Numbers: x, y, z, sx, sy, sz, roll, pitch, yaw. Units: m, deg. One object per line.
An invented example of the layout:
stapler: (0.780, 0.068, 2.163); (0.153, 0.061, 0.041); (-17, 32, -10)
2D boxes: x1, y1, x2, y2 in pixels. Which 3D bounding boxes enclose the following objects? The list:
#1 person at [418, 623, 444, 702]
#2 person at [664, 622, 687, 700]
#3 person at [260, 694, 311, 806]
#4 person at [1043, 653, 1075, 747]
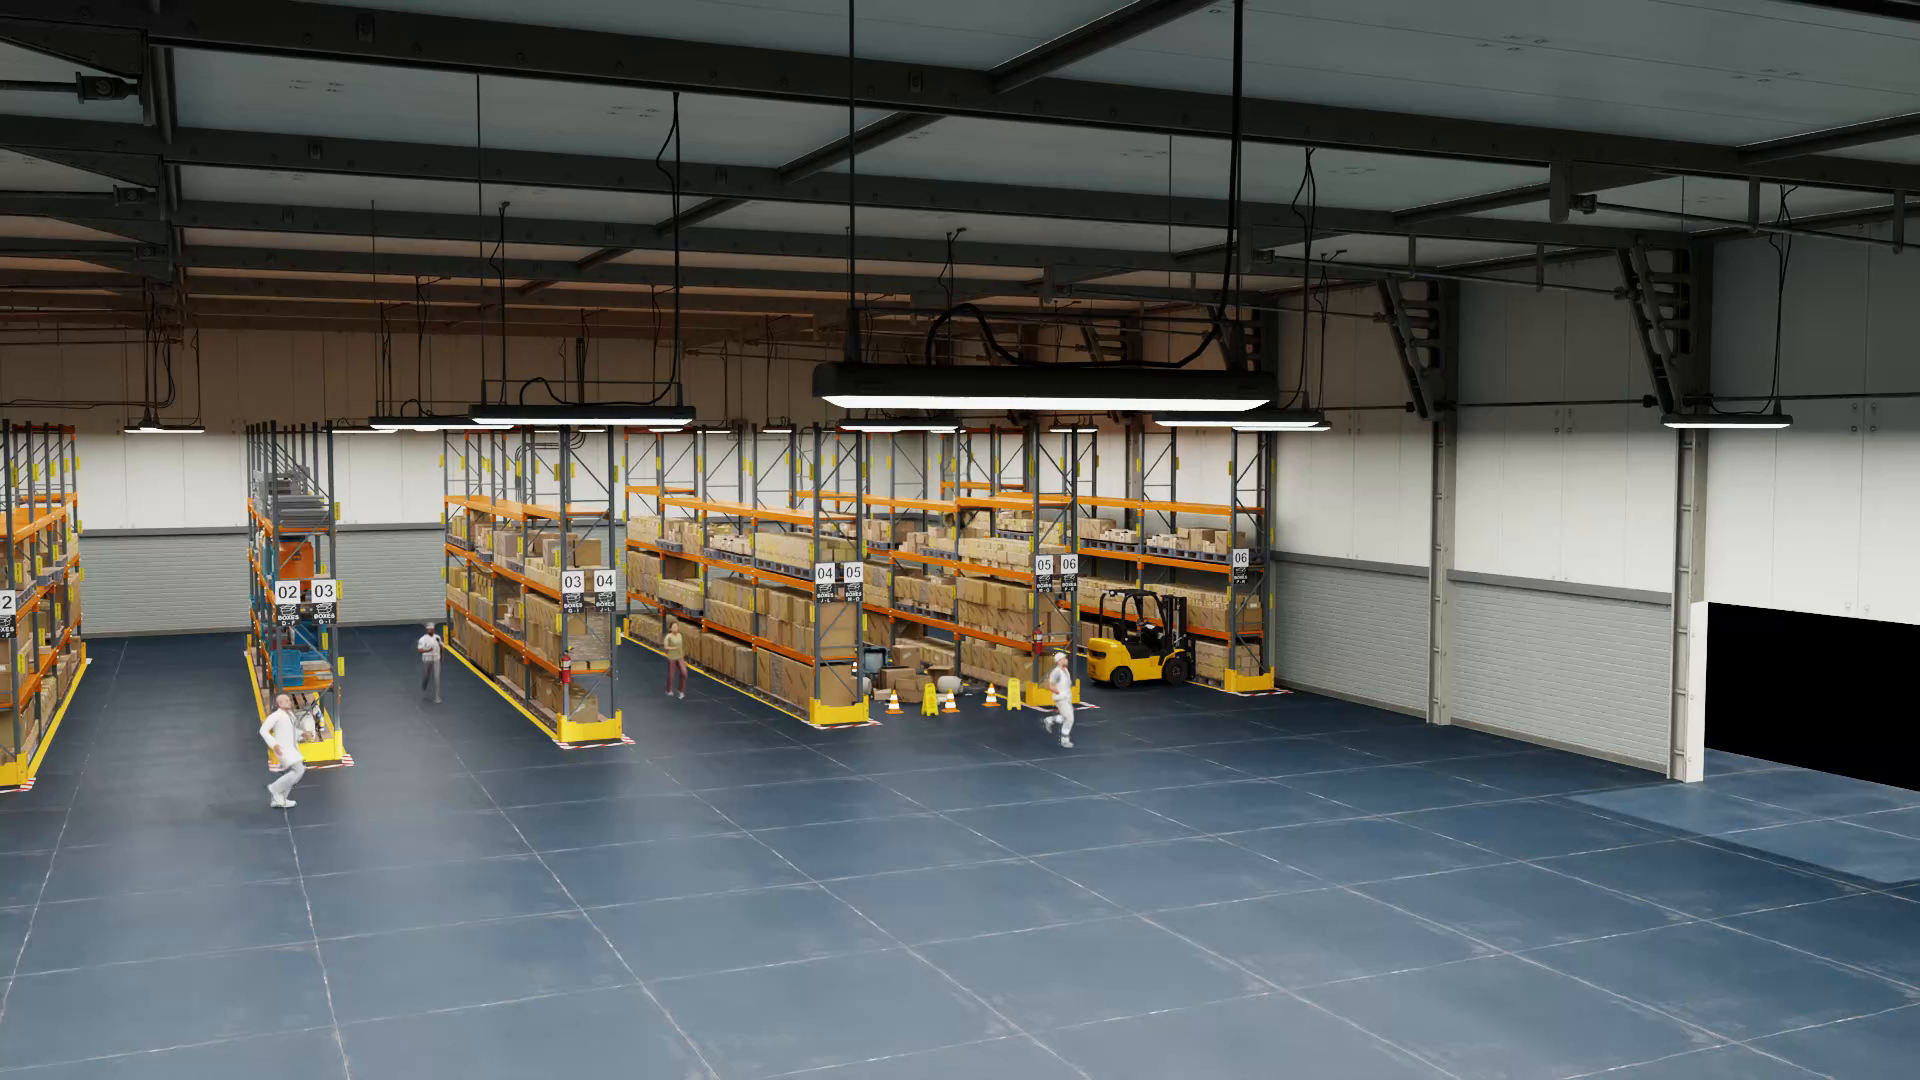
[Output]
person: (-11.403, 2.612, 35.874); (0.575, 1.685, 0.938); (-2, 4, -30)
person: (-6.213, 2.621, 36.243); (0.542, 1.700, 0.708); (-3, 4, -35)
person: (-10.335, 3.245, 25.624); (0.643, 1.737, 0.704); (0, 4, 0)
person: (1.822, 2.943, 30.736); (0.666, 1.738, 0.687); (2, 4, 24)
